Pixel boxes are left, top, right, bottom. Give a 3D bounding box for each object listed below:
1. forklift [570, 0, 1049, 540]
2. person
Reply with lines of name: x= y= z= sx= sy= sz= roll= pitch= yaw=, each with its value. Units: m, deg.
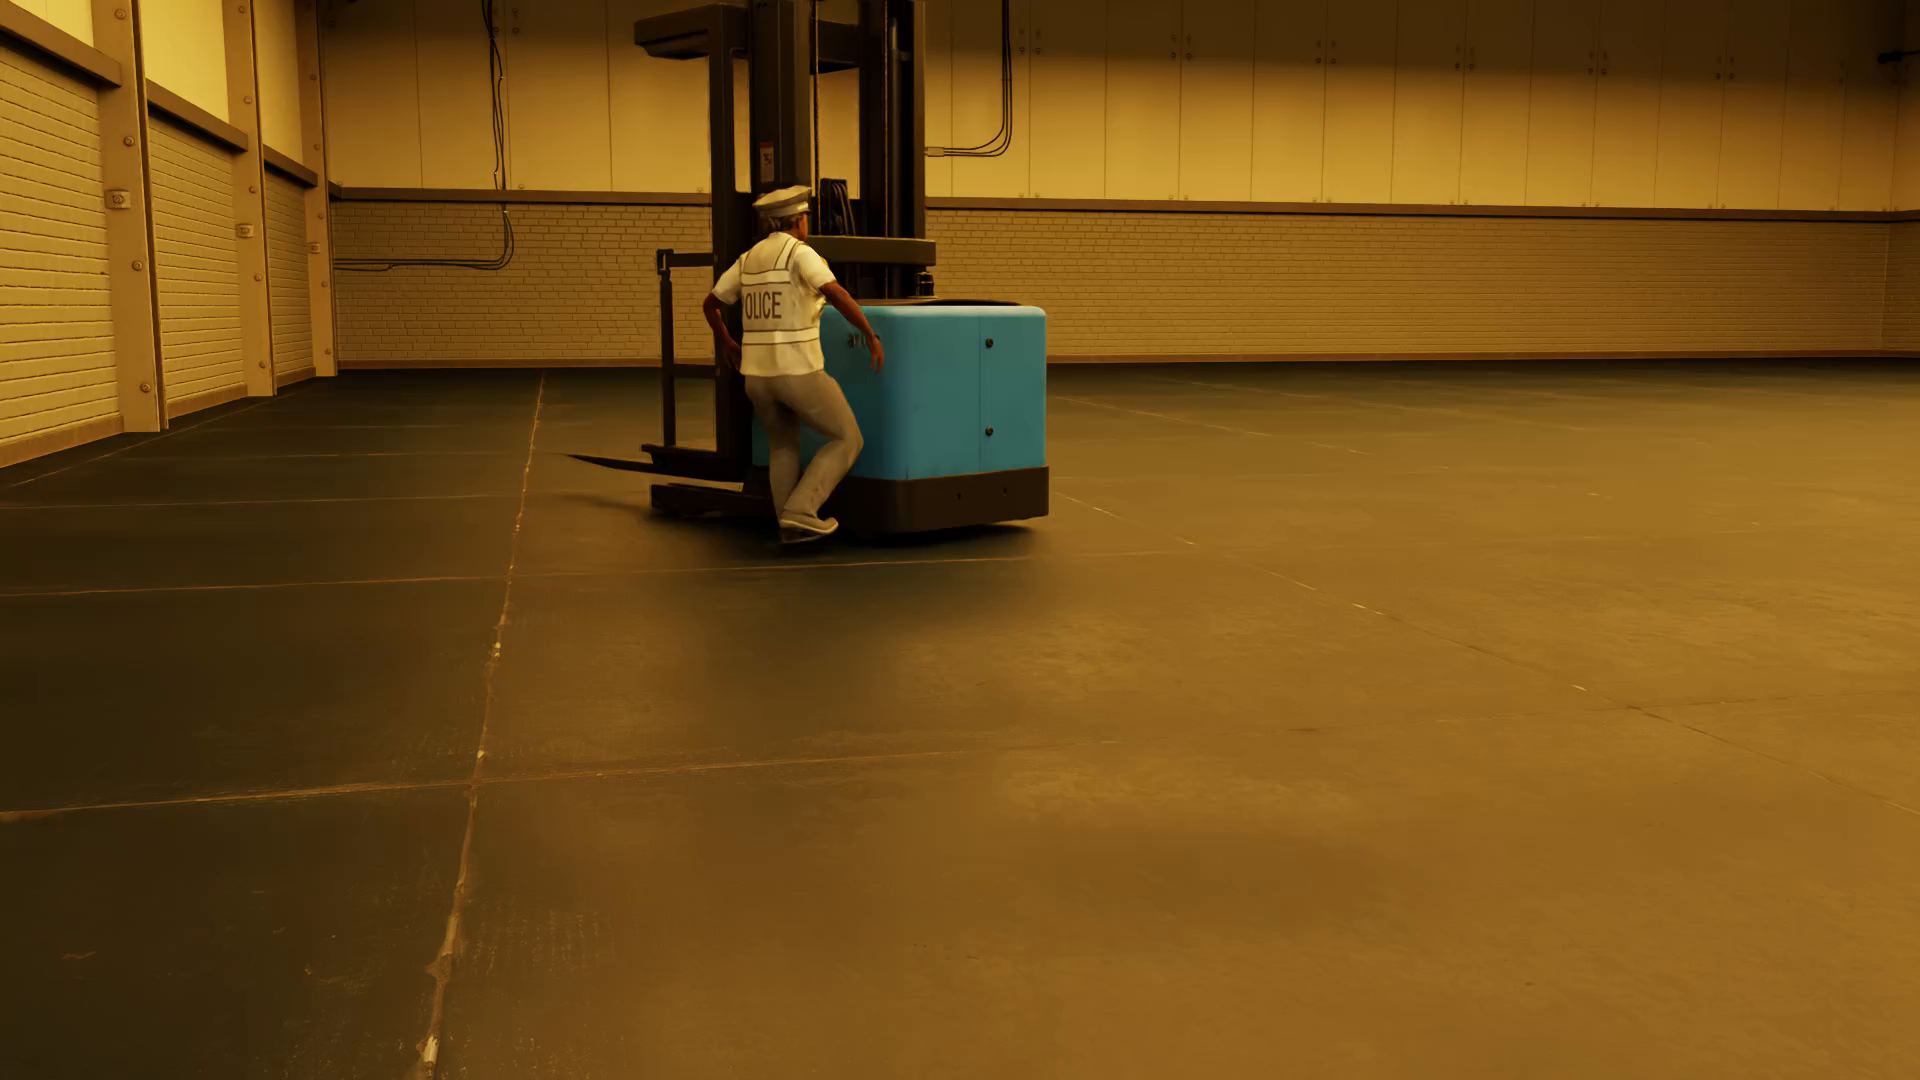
forklift: x=-0.959 y=-1.604 z=8.589 sx=1.130 sy=2.935 sz=3.031 roll=-8 pitch=11 yaw=-44
person: x=-0.684 y=-0.750 z=7.343 sx=0.882 sy=1.604 sz=0.638 roll=7 pitch=10 yaw=40
